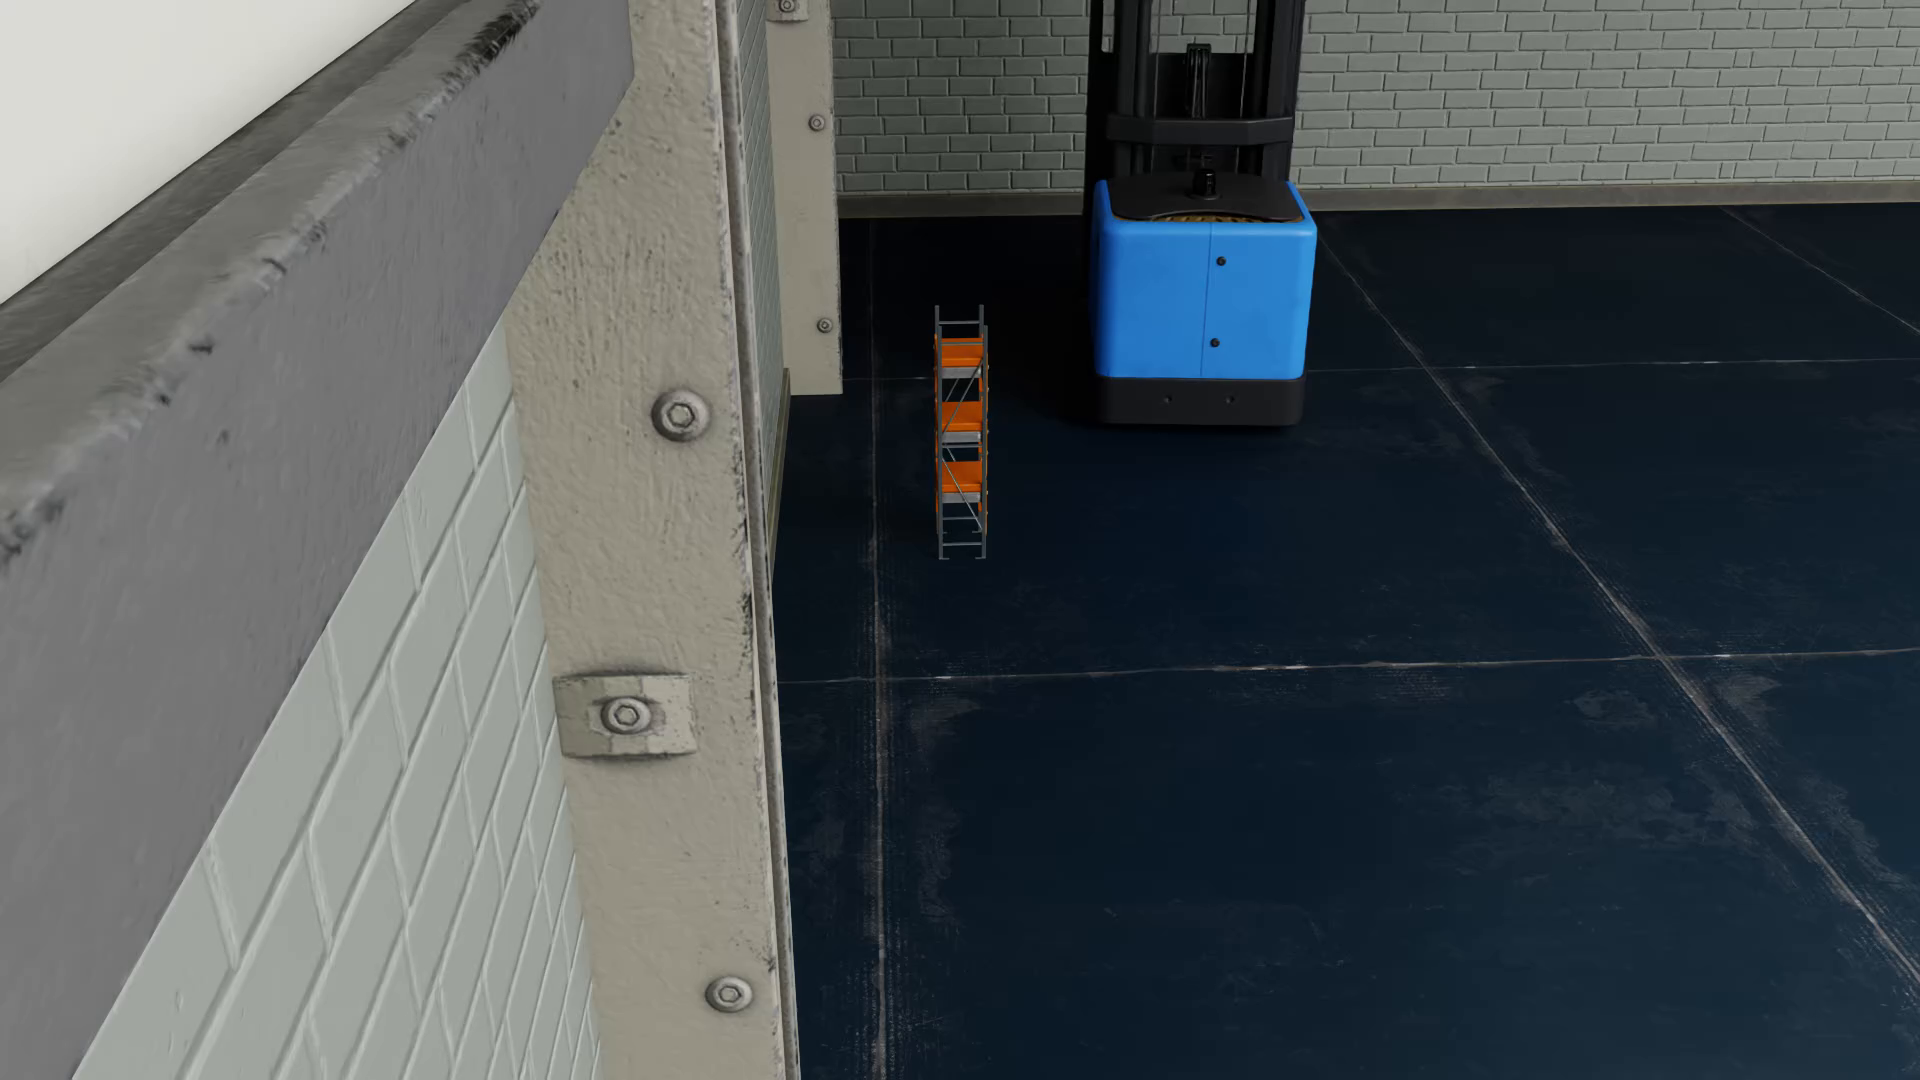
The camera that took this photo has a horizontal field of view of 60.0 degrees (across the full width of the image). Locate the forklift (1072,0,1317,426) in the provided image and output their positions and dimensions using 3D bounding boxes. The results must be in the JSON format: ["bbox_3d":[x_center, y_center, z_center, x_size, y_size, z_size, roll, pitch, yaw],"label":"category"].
[{"bbox_3d":[1.214,-2.502,8.877,1.130,2.935,3.031,1,28,2],"label":"forklift"}]

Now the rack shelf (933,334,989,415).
[{"bbox_3d":[0.003,-0.683,6.834,0.215,0.259,0.240,-1,28,-3],"label":"rack shelf"}]

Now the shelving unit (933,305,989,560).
[{"bbox_3d":[0.003,-0.441,6.960,0.215,1.050,0.252,-1,28,-3],"label":"shelving unit"}]

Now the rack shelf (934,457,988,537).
[{"bbox_3d":[0.003,-0.185,7.093,0.215,0.259,0.240,-1,28,-3],"label":"rack shelf"}]

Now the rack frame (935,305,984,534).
[{"bbox_3d":[-0.004,-0.497,7.068,0.200,1.050,0.008,-1,28,-3],"label":"rack frame"}]

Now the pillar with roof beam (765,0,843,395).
[{"bbox_3d":[3.519,-4.948,7.006,9.100,9.000,0.400,-1,28,-3],"label":"pillar with roof beam"}]

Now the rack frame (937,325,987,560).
[{"bbox_3d":[0.009,-0.384,6.852,0.200,1.050,0.008,-1,28,-3],"label":"rack frame"}]

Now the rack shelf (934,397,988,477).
[{"bbox_3d":[0.003,-0.431,6.965,0.215,0.259,0.240,-1,28,-3],"label":"rack shelf"}]
